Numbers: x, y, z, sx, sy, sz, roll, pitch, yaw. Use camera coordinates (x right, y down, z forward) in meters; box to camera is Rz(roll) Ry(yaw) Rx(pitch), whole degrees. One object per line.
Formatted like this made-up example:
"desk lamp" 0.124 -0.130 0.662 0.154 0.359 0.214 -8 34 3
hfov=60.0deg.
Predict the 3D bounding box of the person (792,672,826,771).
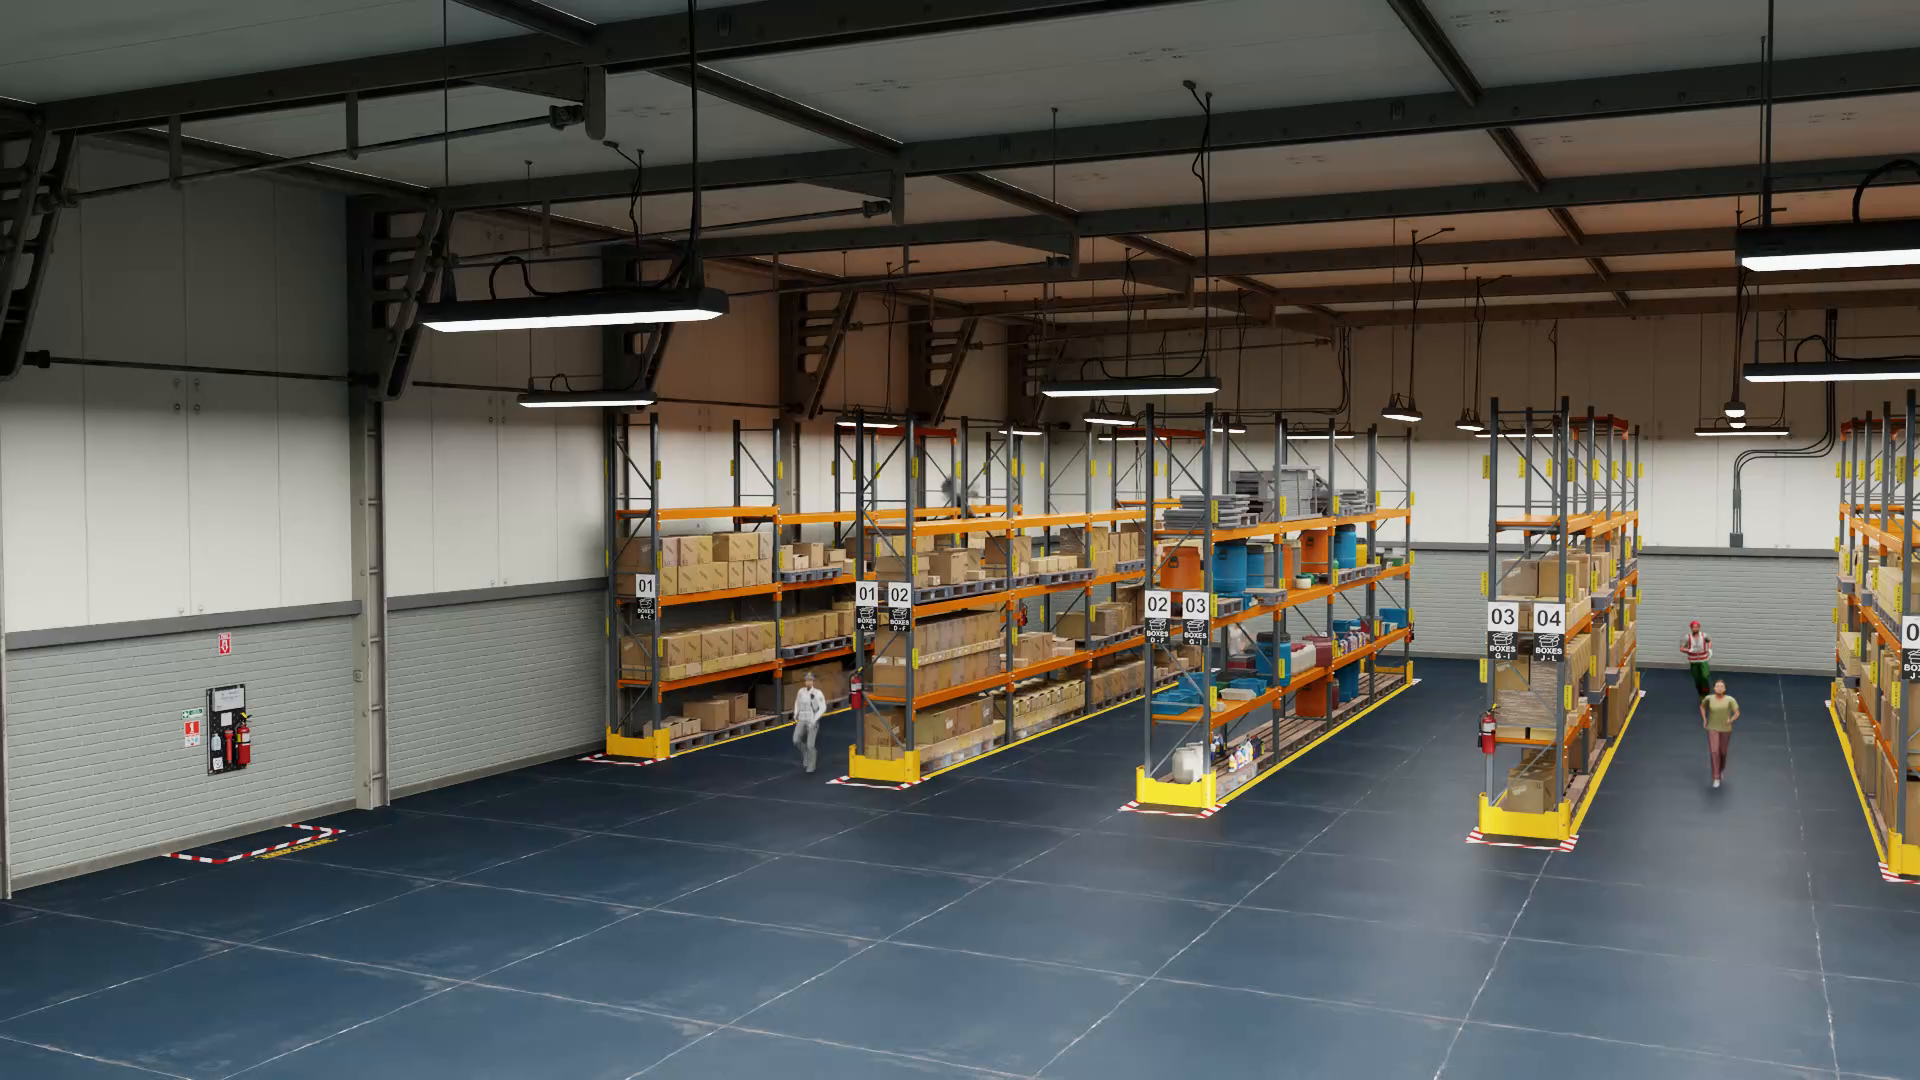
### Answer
"person" -2.541 3.015 27.588 0.642 1.660 0.507 1 3 23

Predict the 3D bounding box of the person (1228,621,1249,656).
"person" 6.343 2.578 38.249 0.580 1.650 0.685 1 2 16

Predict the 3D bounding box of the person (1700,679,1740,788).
"person" 12.114 3.051 26.515 0.583 1.681 0.905 1 3 22

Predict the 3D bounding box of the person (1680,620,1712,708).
"person" 15.700 2.621 35.473 0.660 1.830 0.834 1 3 21
